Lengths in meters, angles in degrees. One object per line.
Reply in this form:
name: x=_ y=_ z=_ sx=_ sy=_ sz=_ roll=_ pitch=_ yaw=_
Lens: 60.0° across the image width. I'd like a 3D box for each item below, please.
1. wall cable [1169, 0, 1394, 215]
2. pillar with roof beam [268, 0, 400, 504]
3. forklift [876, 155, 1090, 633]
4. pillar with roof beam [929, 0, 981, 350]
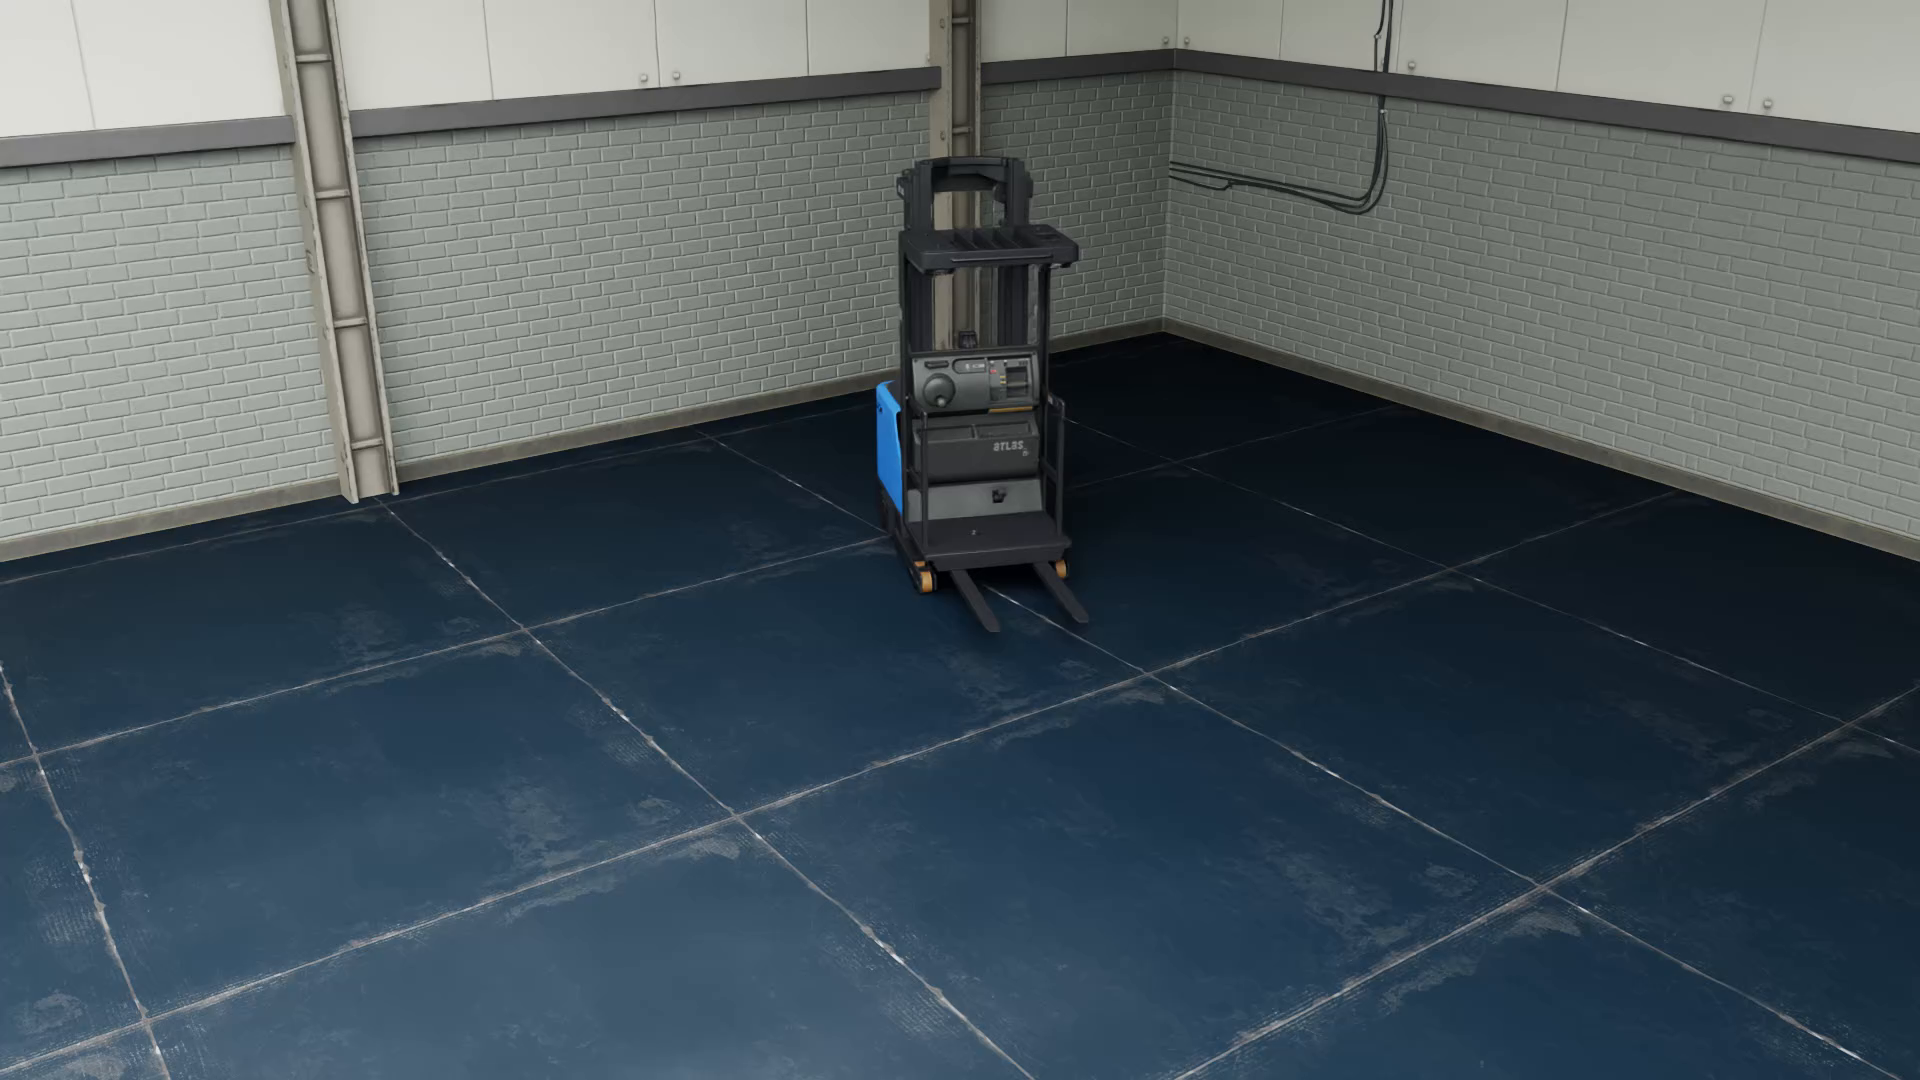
wall cable: x=3.117 y=-4.663 z=16.629 sx=0.112 sy=2.526 sz=3.097 roll=-15 pitch=26 yaw=-33
pillar with roof beam: x=-2.402 y=-3.271 z=8.952 sx=0.400 sy=9.000 sz=9.100 roll=-15 pitch=26 yaw=-33
forklift: x=0.168 y=-1.132 z=11.778 sx=1.130 sy=2.935 sz=3.031 roll=-5 pitch=22 yaw=-13
pillar with roof beam: x=2.468 y=-4.570 z=12.207 sx=0.400 sy=9.000 sz=9.100 roll=-15 pitch=26 yaw=-33
